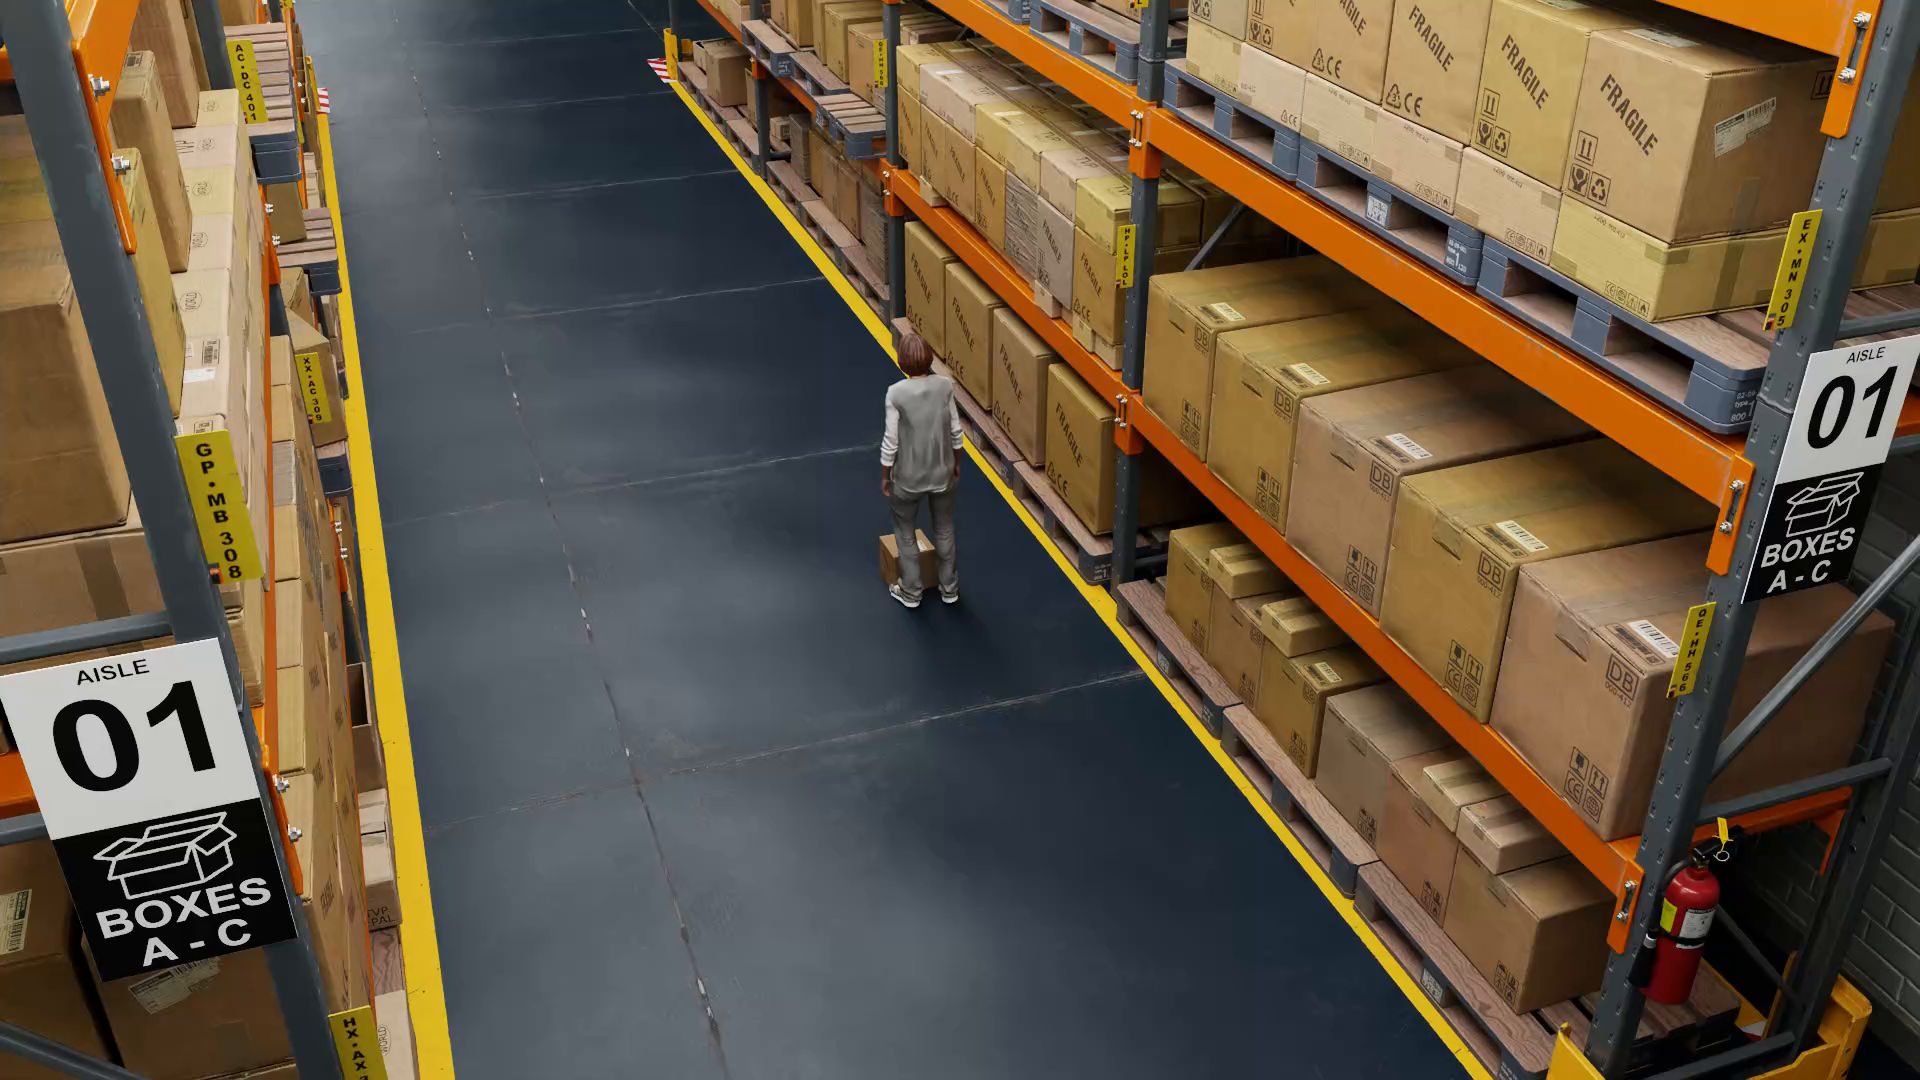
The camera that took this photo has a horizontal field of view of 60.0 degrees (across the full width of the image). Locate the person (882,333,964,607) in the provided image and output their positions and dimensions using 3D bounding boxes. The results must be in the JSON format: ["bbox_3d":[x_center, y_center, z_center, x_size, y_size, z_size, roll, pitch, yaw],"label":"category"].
[{"bbox_3d":[-0.209,-0.350,8.944,0.459,1.593,0.371,-10,32,-17],"label":"person"}]
